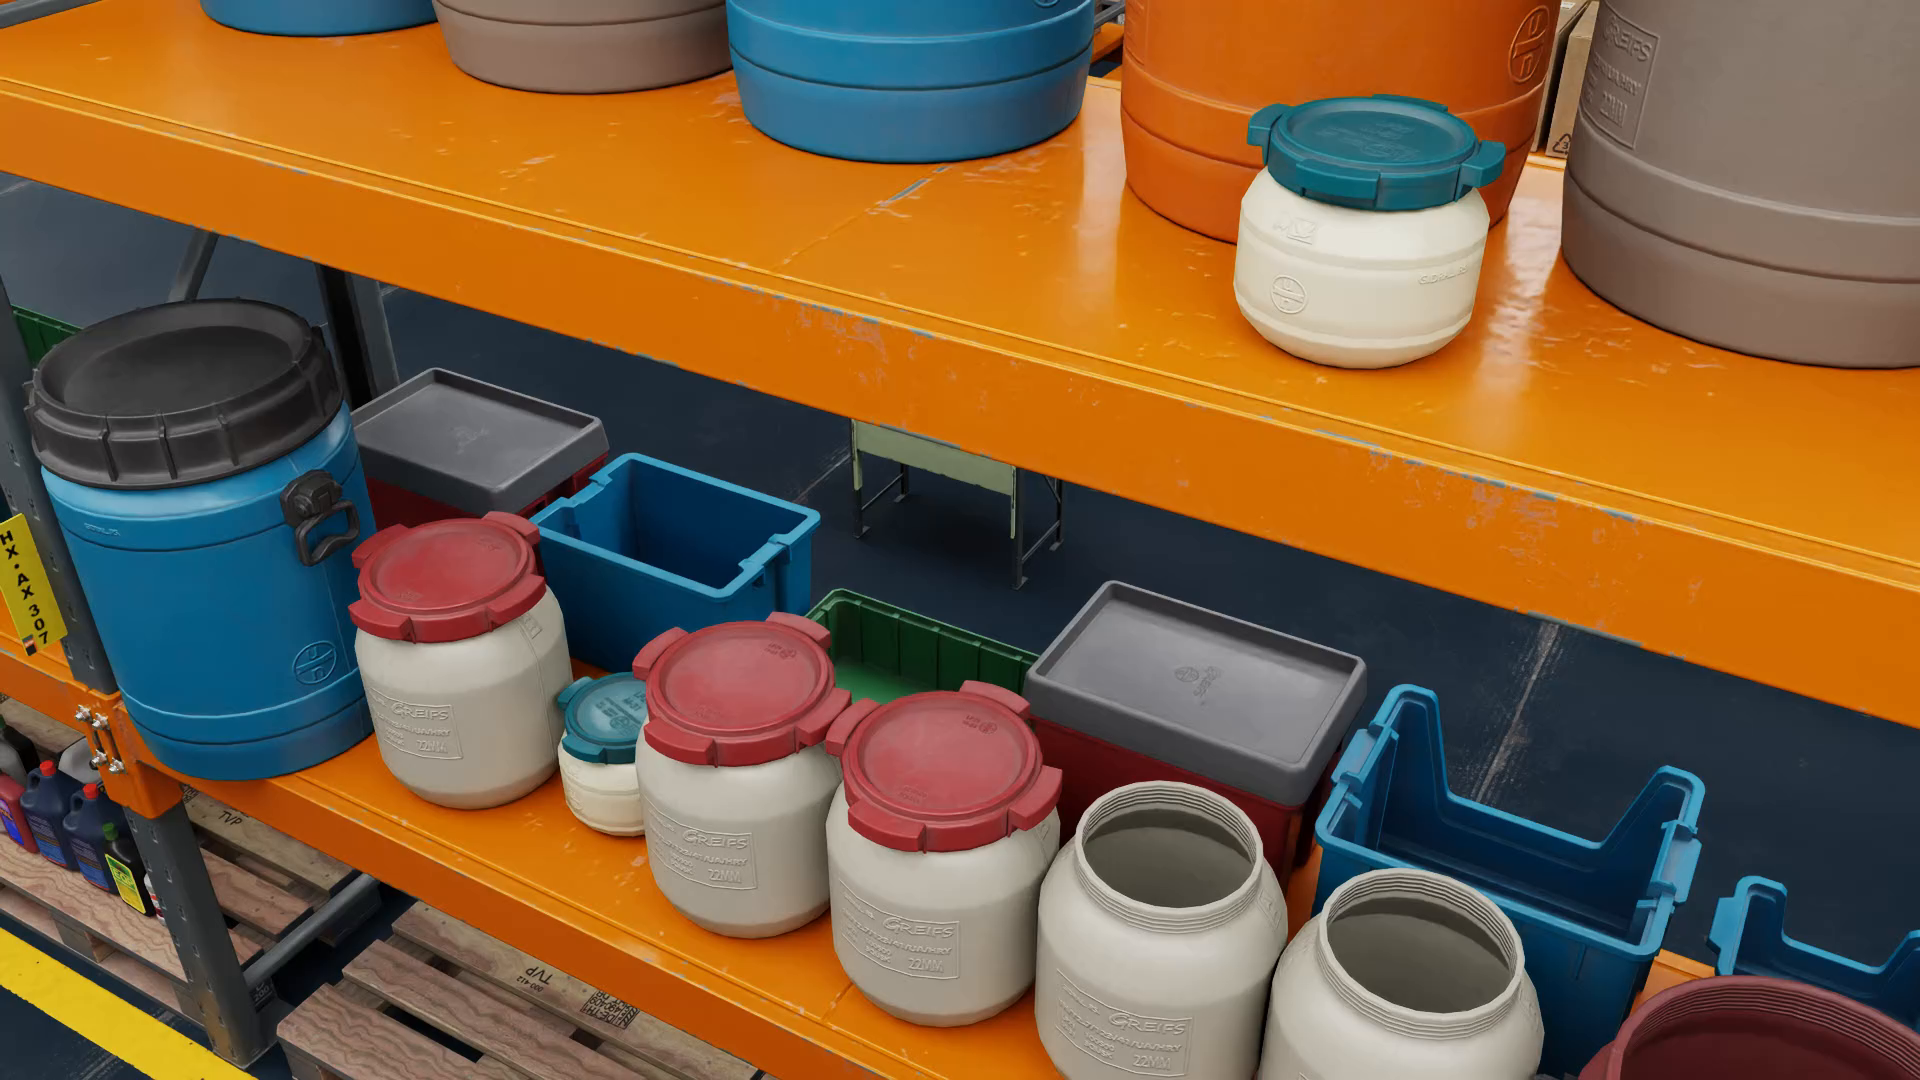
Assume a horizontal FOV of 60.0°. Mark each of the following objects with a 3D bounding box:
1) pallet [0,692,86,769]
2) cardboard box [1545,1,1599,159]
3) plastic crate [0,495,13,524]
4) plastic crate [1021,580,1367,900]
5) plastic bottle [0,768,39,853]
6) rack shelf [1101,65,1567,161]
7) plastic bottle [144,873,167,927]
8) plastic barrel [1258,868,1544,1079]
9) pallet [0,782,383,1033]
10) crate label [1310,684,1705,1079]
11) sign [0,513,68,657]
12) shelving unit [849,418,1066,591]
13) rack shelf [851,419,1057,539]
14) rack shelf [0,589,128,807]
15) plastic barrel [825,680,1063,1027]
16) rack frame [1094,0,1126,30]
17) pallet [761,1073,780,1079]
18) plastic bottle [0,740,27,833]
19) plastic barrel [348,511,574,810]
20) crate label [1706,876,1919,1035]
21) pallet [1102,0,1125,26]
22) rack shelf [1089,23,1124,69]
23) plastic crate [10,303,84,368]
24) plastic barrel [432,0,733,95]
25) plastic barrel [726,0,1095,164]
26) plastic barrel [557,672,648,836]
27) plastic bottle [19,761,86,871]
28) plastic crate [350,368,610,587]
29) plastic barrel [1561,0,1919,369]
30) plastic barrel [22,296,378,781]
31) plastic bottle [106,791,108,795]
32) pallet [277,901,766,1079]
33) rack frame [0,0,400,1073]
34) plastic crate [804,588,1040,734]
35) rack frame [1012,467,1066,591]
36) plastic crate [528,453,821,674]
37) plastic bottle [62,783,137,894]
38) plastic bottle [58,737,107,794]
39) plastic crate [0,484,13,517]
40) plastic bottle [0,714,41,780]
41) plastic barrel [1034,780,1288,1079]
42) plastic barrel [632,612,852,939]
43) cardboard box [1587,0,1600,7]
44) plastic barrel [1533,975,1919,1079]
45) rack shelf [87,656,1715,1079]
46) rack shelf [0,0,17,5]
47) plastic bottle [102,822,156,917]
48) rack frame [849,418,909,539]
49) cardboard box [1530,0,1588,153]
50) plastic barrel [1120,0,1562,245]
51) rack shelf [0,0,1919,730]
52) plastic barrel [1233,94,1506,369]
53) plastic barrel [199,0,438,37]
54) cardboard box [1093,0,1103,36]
[{"bbox_3d":[-3.391,0.575,5.695,1.213,0.211,1.003,18,37,24],"label":"pallet"},{"bbox_3d":[2.704,-1.823,6.692,0.500,0.500,0.500,16,37,22],"label":"cardboard box"},{"bbox_3d":[-2.860,-0.157,4.414,0.616,0.251,0.499,18,37,24],"label":"plastic crate"},{"bbox_3d":[0.457,0.436,3.331,0.583,0.464,0.402,18,37,24],"label":"plastic crate"},{"bbox_3d":[-2.796,0.786,4.917,0.133,0.283,0.061,20,39,27],"label":"plastic bottle"},{"bbox_3d":[2.433,-1.579,7.063,4.000,0.370,1.077,18,37,24],"label":"rack shelf"},{"bbox_3d":[-2.234,0.986,4.690,0.097,0.201,0.097,0,34,0],"label":"plastic bottle"},{"bbox_3d":[0.709,0.828,2.700,0.421,0.512,0.421,0,34,0],"label":"plastic barrel"},{"bbox_3d":[-2.327,0.910,5.192,1.213,0.211,1.003,18,37,24],"label":"pallet"},{"bbox_3d":[0.980,0.636,3.056,0.616,0.435,0.502,18,37,24],"label":"crate label"},{"bbox_3d":[-2.047,0.101,3.642,0.005,0.325,0.100,18,37,24],"label":"sign"},{"bbox_3d":[-0.006,-0.626,6.337,0.755,1.500,0.431,18,37,24],"label":"shelving unit"},{"bbox_3d":[-0.006,-0.355,6.518,0.720,0.370,0.431,18,37,24],"label":"rack shelf"},{"bbox_3d":[-3.501,-0.296,5.137,4.000,0.370,1.077,18,37,24],"label":"rack shelf"},{"bbox_3d":[-0.030,0.587,3.039,0.433,0.535,0.433,0,34,0],"label":"plastic barrel"},{"bbox_3d":[0.696,-2.428,7.690,0.127,3.000,1.000,18,37,24],"label":"rack frame"},{"bbox_3d":[0.000,1.647,4.086,1.213,0.211,1.003,18,37,24],"label":"pallet"},{"bbox_3d":[-2.914,0.694,4.995,0.185,0.351,0.144,17,37,24],"label":"plastic bottle"},{"bbox_3d":[-1.043,0.267,3.521,0.433,0.535,0.433,0,34,0],"label":"plastic barrel"},{"bbox_3d":[1.528,0.828,2.951,0.416,0.233,0.303,18,37,24],"label":"crate label"},{"bbox_3d":[1.487,-4.155,12.799,1.213,0.211,1.003,18,37,24],"label":"pallet"},{"bbox_3d":[-1.040,-2.679,8.715,4.000,0.370,1.077,18,37,24],"label":"rack shelf"},{"bbox_3d":[-2.803,-0.466,4.935,0.662,0.188,0.450,18,37,24],"label":"plastic crate"},{"bbox_3d":[-0.648,-1.287,2.818,0.600,0.901,0.600,0,34,0],"label":"plastic barrel"},{"bbox_3d":[-0.080,-1.108,2.548,0.708,0.901,0.600,18,37,24],"label":"plastic barrel"},{"bbox_3d":[-0.692,0.450,3.493,0.301,0.262,0.301,0,34,0],"label":"plastic barrel"},{"bbox_3d":[-2.634,0.783,4.861,0.185,0.351,0.144,16,37,22],"label":"plastic bottle"},{"bbox_3d":[-1.193,-0.086,4.115,0.583,0.464,0.402,18,37,24],"label":"plastic crate"},{"bbox_3d":[1.103,-0.733,1.986,0.600,0.901,0.600,0,34,0],"label":"plastic barrel"},{"bbox_3d":[-1.580,-0.002,3.595,0.708,0.901,0.600,18,37,24],"label":"plastic barrel"},{"bbox_3d":[-2.396,0.766,4.886,0.185,0.351,0.144,18,37,24],"label":"plastic bottle"},{"bbox_3d":[-1.064,1.312,4.589,1.213,0.211,1.003,18,37,24],"label":"pallet"},{"bbox_3d":[-1.765,-0.046,4.112,0.127,3.000,1.000,18,37,24],"label":"rack frame"},{"bbox_3d":[-0.113,0.386,3.656,0.662,0.188,0.450,18,37,24],"label":"plastic crate"},{"bbox_3d":[0.312,-0.525,6.186,0.023,1.500,0.400,18,37,24],"label":"rack frame"},{"bbox_3d":[-0.653,0.115,3.886,0.575,0.384,0.392,18,37,24],"label":"plastic crate"},{"bbox_3d":[-2.467,0.836,4.782,0.185,0.351,0.144,17,37,23],"label":"plastic bottle"},{"bbox_3d":[-2.582,0.736,4.999,0.135,0.276,0.152,18,37,24],"label":"plastic bottle"},{"bbox_3d":[-2.156,-0.225,4.437,0.504,0.338,0.767,18,37,24],"label":"plastic crate"},{"bbox_3d":[-2.886,0.666,5.098,0.133,0.283,0.061,18,37,24],"label":"plastic bottle"},{"bbox_3d":[0.343,0.712,2.874,0.421,0.512,0.421,0,34,0],"label":"plastic barrel"},{"bbox_3d":[-0.406,0.468,3.218,0.433,0.535,0.433,0,34,0],"label":"plastic barrel"},{"bbox_3d":[4.272,-3.643,11.373,0.500,0.500,0.700,17,37,23],"label":"cardboard box"},{"bbox_3d":[1.155,1.016,2.395,0.708,0.536,0.600,18,37,24],"label":"plastic barrel"},{"bbox_3d":[-0.028,0.804,3.485,4.000,0.370,1.077,18,37,24],"label":"rack shelf"},{"bbox_3d":[-3.501,-1.545,4.306,4.000,0.370,1.077,18,37,24],"label":"rack shelf"},{"bbox_3d":[-2.346,0.928,4.703,0.133,0.283,0.061,20,38,27],"label":"plastic bottle"},{"bbox_3d":[-0.324,-0.727,6.488,0.023,1.500,0.400,18,37,24],"label":"rack frame"},{"bbox_3d":[2.247,-1.968,6.909,0.500,0.500,0.500,18,38,24],"label":"cardboard box"},{"bbox_3d":[0.535,-0.883,2.276,0.708,0.830,0.600,18,37,24],"label":"plastic barrel"},{"bbox_3d":[-0.028,-0.445,2.654,4.000,0.370,1.077,18,37,24],"label":"rack shelf"},{"bbox_3d":[0.488,-0.374,2.024,0.301,0.262,0.301,0,34,0],"label":"plastic barrel"},{"bbox_3d":[-1.216,-1.467,3.089,0.708,0.901,0.600,18,37,24],"label":"plastic barrel"},{"bbox_3d":[0.308,-2.589,7.841,0.500,0.500,0.700,17,37,23],"label":"cardboard box"}]
